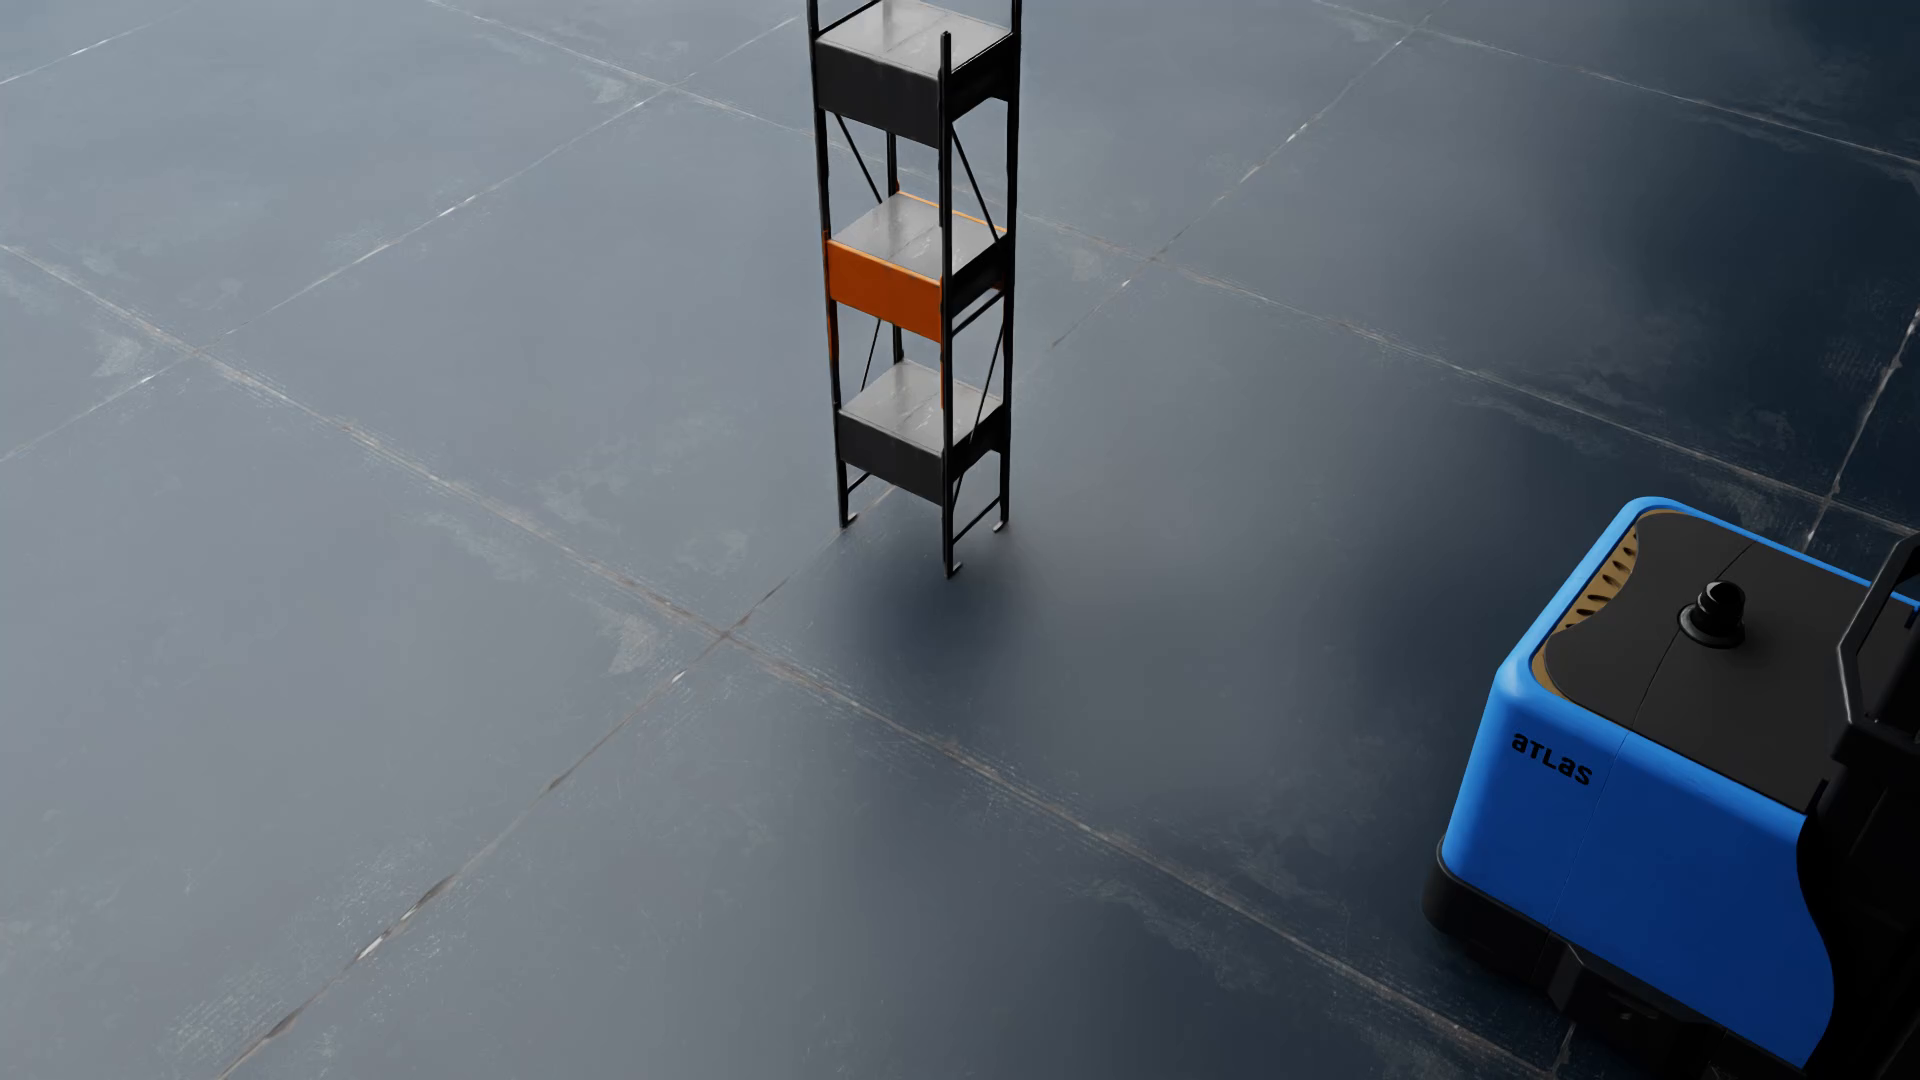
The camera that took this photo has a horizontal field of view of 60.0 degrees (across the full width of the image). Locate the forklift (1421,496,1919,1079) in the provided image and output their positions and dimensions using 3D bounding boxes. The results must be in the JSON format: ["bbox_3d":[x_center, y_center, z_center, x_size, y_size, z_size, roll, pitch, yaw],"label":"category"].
[{"bbox_3d":[2.833,0.422,3.581,3.031,2.935,1.130,28,49,28],"label":"forklift"}]

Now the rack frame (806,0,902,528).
[{"bbox_3d":[-0.335,-0.939,5.725,0.015,2.100,0.400,25,48,25],"label":"rack frame"}]

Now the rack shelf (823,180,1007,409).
[{"bbox_3d":[-0.136,-0.836,5.630,0.480,0.518,0.431,25,48,25],"label":"rack shelf"}]

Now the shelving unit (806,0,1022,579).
[{"bbox_3d":[-0.136,-0.846,5.621,0.503,2.100,0.431,25,48,25],"label":"shelving unit"}]

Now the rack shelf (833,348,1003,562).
[{"bbox_3d":[-0.136,-0.314,6.097,0.480,0.518,0.431,25,48,25],"label":"rack shelf"}]

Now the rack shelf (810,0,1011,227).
[{"bbox_3d":[-0.136,-1.357,5.163,0.480,0.518,0.431,25,48,25],"label":"rack shelf"}]

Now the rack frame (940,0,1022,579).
[{"bbox_3d":[0.064,-0.752,5.516,0.015,2.100,0.400,25,48,25],"label":"rack frame"}]
